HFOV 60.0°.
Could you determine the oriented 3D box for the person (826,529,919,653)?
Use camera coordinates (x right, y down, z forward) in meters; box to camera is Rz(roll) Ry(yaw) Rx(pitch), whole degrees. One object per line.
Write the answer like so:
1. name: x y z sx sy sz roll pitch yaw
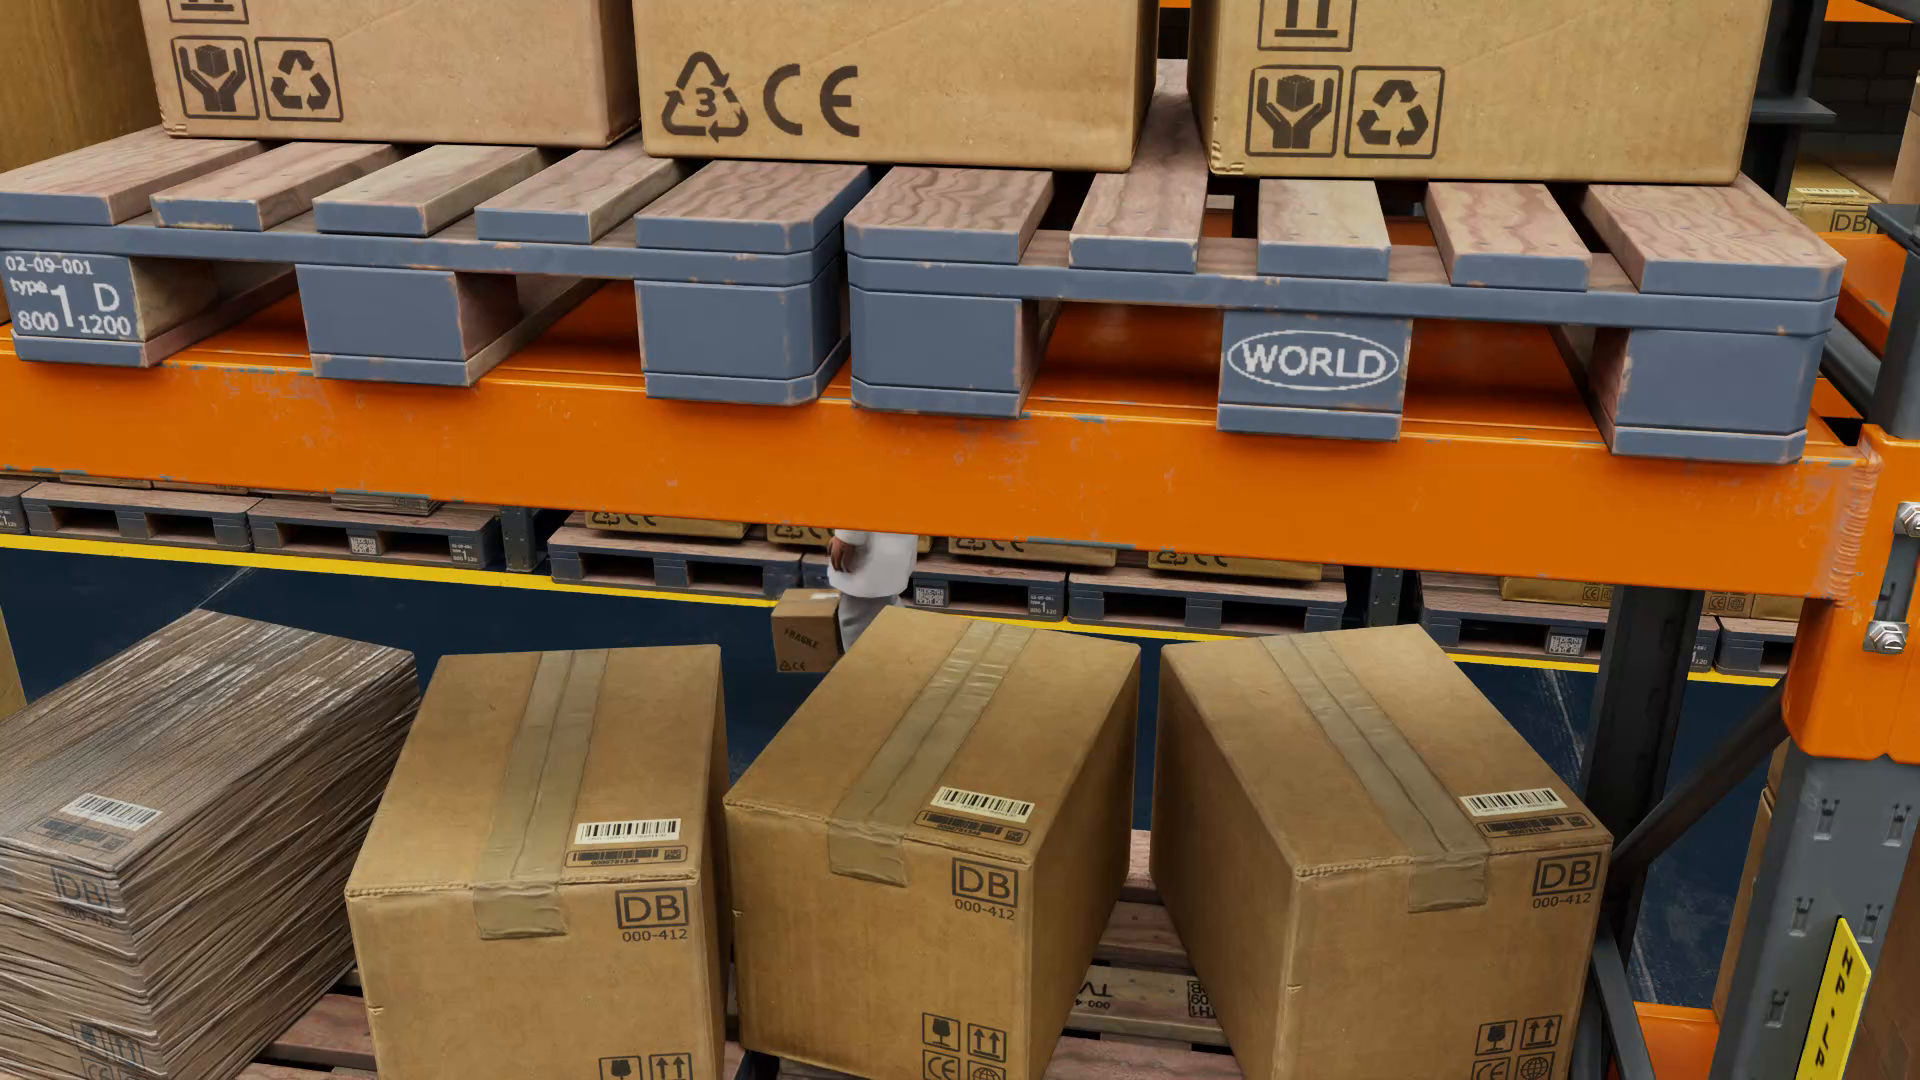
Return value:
1. person: -0.333 -0.079 6.295 0.424 1.776 0.596 3 25 7
